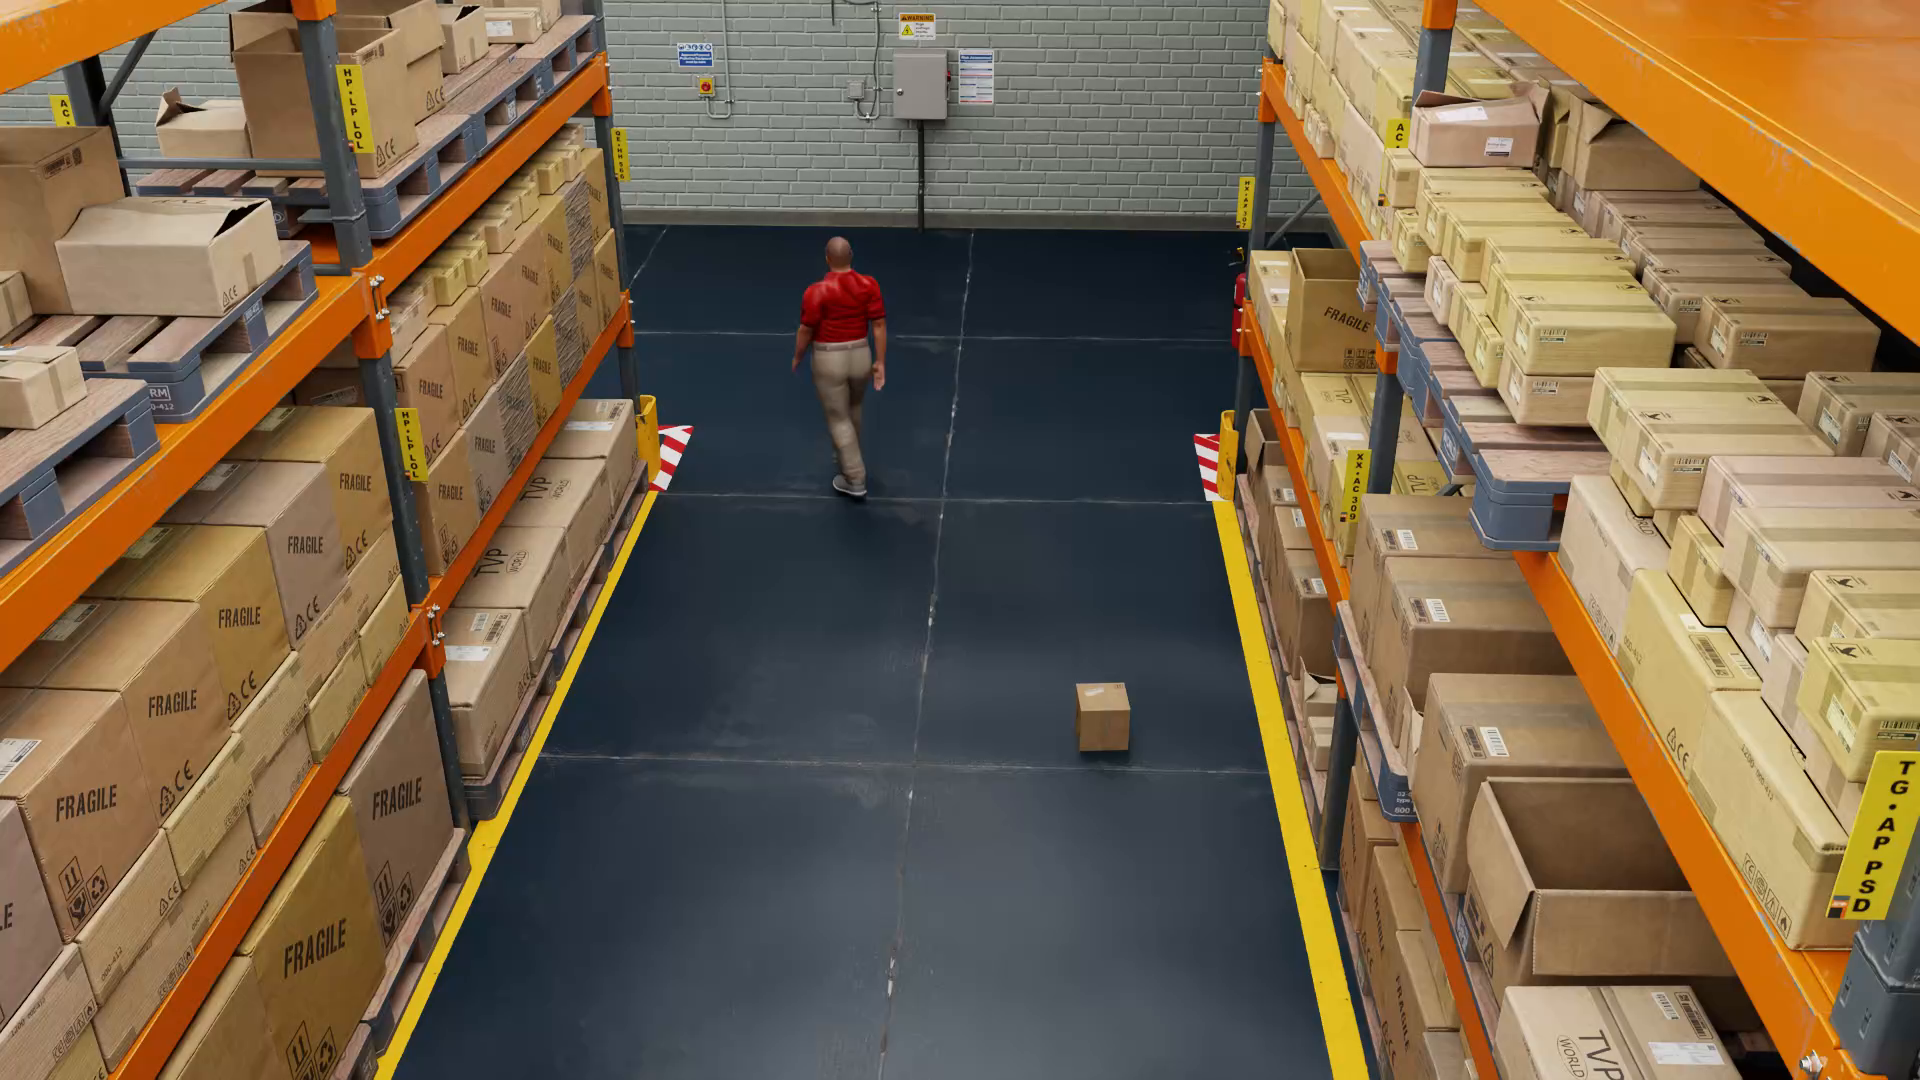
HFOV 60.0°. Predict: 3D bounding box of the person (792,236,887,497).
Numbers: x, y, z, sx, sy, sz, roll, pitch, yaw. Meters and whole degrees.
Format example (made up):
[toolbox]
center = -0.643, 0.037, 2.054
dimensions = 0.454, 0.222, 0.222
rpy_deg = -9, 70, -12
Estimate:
[person]
center = -0.809, -1.143, 10.852
dimensions = 0.543, 1.770, 0.799
rpy_deg = -16, 32, -27
